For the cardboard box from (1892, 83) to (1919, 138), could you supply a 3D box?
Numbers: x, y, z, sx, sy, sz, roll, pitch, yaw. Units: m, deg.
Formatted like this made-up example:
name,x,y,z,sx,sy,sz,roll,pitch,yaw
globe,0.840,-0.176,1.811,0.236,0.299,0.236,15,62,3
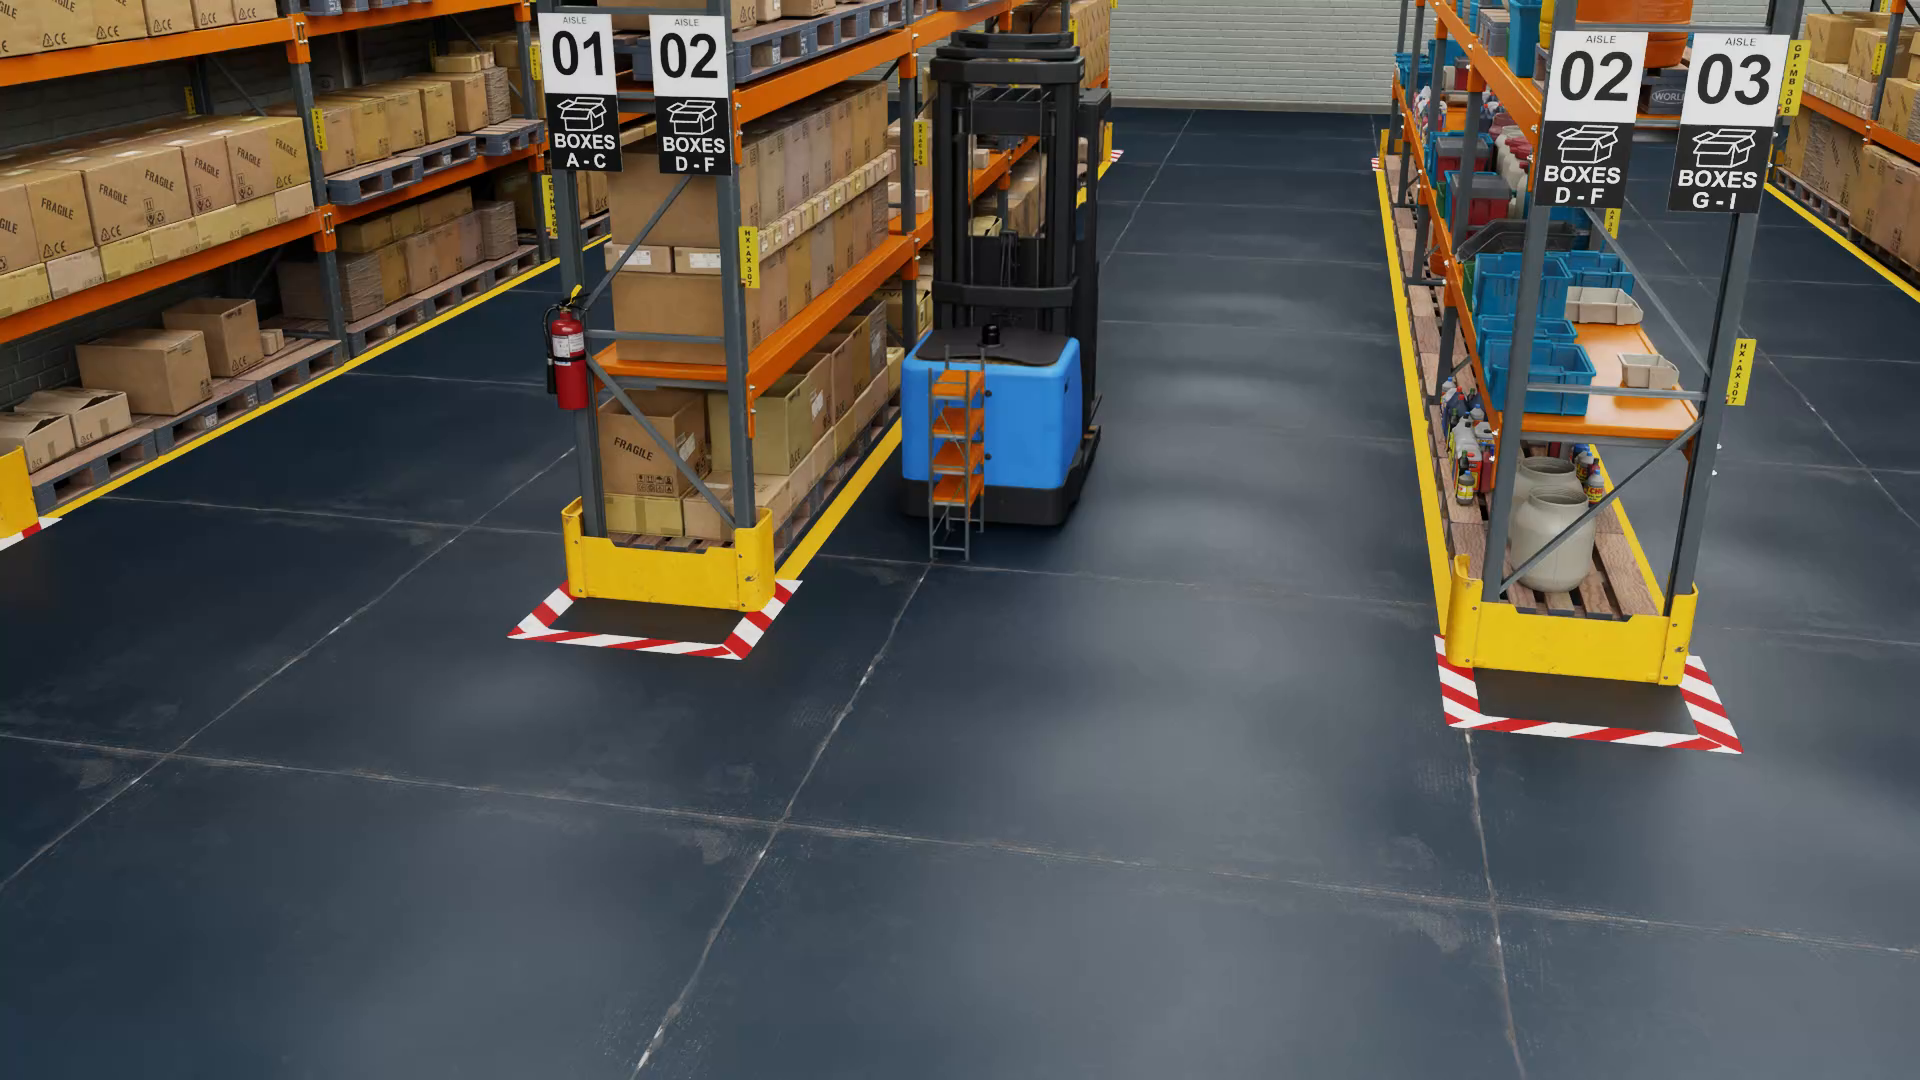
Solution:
name,x,y,z,sx,sy,sz,roll,pitch,yaw
cardboard box,10.051,-4.443,17.237,0.500,0.500,0.500,4,22,11

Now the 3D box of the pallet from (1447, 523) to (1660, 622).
name,x,y,z,sx,sy,sz,roll,pitch,yaw
pallet,3.334,0.246,9.459,1.003,0.211,1.213,4,22,11

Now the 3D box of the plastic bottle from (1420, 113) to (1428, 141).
name,x,y,z,sx,sy,sz,roll,pitch,yaw
plastic bottle,4.724,-4.189,16.896,0.061,0.283,0.133,4,22,11

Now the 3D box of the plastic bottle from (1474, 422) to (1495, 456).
name,x,y,z,sx,sy,sz,roll,pitch,yaw
plastic bottle,3.464,-0.632,10.965,0.152,0.276,0.135,4,22,11

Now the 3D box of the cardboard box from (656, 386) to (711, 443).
name,x,y,z,sx,sy,sz,roll,pitch,yaw
cardboard box,-1.647,-0.951,10.814,0.500,0.500,0.500,4,22,11

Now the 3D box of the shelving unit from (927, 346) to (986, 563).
name,x,y,z,sx,sy,sz,roll,pitch,yaw
shelving unit,-0.017,-0.519,10.035,0.258,1.200,0.503,4,22,10

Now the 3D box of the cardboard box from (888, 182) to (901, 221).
name,x,y,z,sx,sy,sz,roll,pitch,yaw
cardboard box,-0.781,-2.675,13.180,0.500,0.250,0.500,6,23,14

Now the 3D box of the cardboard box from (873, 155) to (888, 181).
name,x,y,z,sx,sy,sz,roll,pitch,yaw
cardboard box,-0.737,-2.702,12.045,0.380,0.149,0.250,4,22,10

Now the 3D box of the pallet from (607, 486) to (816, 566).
name,x,y,z,sx,sy,sz,roll,pitch,yaw
pallet,-1.540,-0.087,10.288,1.003,0.211,1.213,4,22,11

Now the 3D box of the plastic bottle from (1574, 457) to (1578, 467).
name,x,y,z,sx,sy,sz,roll,pitch,yaw
plastic bottle,3.979,-0.463,10.644,0.097,0.201,0.097,0,22,0

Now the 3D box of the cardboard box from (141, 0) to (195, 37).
name,x,y,z,sx,sy,sz,roll,pitch,yaw
cardboard box,-5.741,-3.791,11.576,0.500,0.500,0.500,4,22,9

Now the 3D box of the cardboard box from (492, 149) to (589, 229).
name,x,y,z,sx,sy,sz,roll,pitch,yaw
cardboard box,-4.594,-3.857,18.230,0.750,0.750,0.750,4,22,10

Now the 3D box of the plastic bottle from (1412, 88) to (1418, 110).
name,x,y,z,sx,sy,sz,roll,pitch,yaw
plastic bottle,5.150,-4.952,18.790,0.061,0.283,0.133,4,22,11

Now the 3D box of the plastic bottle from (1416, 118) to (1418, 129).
name,x,y,z,sx,sy,sz,roll,pitch,yaw
plastic bottle,4.936,-4.496,17.769,0.097,0.201,0.097,0,22,0

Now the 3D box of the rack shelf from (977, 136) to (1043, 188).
name,x,y,z,sx,sy,sz,roll,pitch,yaw
rack shelf,0.386,-4.421,18.280,1.077,0.370,4.000,4,22,11

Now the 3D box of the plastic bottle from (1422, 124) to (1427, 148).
name,x,y,z,sx,sy,sz,roll,pitch,yaw
plastic bottle,4.659,-4.033,16.525,0.097,0.271,0.097,0,22,0

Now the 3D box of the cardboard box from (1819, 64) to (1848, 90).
name,x,y,z,sx,sy,sz,roll,pitch,yaw
cardboard box,10.638,-5.541,19.899,0.500,0.250,0.500,4,22,10

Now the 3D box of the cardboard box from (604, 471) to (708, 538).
name,x,y,z,sx,sy,sz,roll,pitch,yaw
cardboard box,-1.834,-0.236,10.043,0.500,0.250,0.500,4,22,11

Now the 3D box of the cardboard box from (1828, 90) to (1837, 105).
name,x,y,z,sx,sy,sz,roll,pitch,yaw
cardboard box,10.494,-5.220,19.636,0.380,0.149,0.250,4,22,10

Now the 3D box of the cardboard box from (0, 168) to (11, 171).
name,x,y,z,sx,sy,sz,roll,pitch,yaw
cardboard box,-6.504,-2.134,10.807,0.500,0.500,0.500,5,22,12

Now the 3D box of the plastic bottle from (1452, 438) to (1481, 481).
name,x,y,z,sx,sy,sz,roll,pitch,yaw
plastic bottle,3.246,-0.506,10.651,0.152,0.276,0.135,4,22,9

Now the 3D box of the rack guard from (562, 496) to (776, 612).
name,x,y,z,sx,sy,sz,roll,pitch,yaw
rack guard,-1.660,0.070,9.510,1.175,0.500,0.348,4,22,11

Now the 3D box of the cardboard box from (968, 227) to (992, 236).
name,x,y,z,sx,sy,sz,roll,pitch,yaw
cardboard box,0.012,-2.802,15.664,0.500,0.311,0.500,4,22,10

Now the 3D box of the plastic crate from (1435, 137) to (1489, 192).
name,x,y,z,sx,sy,sz,roll,pitch,yaw
plastic crate,4.197,-3.107,13.967,0.402,0.464,0.583,4,22,11

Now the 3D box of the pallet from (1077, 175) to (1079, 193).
name,x,y,z,sx,sy,sz,roll,pitch,yaw
pallet,0.935,-4.444,21.106,1.003,0.211,1.213,4,22,11

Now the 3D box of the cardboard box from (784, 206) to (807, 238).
name,x,y,z,sx,sy,sz,roll,pitch,yaw
cardboard box,-1.155,-1.950,10.178,0.380,0.149,0.250,4,22,9

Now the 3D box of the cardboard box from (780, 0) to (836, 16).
name,x,y,z,sx,sy,sz,roll,pitch,yaw
cardboard box,-1.048,-3.382,9.837,0.500,0.500,0.500,4,22,11

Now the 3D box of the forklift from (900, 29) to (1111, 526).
name,x,y,z,sx,sy,sz,roll,pitch,yaw
forklift,0.408,-1.968,11.317,1.130,2.935,3.031,4,22,10

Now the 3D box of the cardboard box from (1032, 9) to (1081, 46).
name,x,y,z,sx,sy,sz,roll,pitch,yaw
cardboard box,1.166,-6.148,20.131,0.500,0.500,0.500,5,22,12

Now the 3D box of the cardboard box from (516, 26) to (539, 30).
name,x,y,z,sx,sy,sz,roll,pitch,yaw
cardboard box,-4.713,-5.690,18.904,0.500,0.250,0.500,4,22,10

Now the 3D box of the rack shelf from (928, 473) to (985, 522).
name,x,y,z,sx,sy,sz,roll,pitch,yaw
rack shelf,-0.017,-0.272,10.134,0.258,0.148,0.480,4,22,10

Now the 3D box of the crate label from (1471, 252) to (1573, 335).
name,x,y,z,sx,sy,sz,roll,pitch,yaw
crate label,3.305,-1.429,9.840,0.502,0.435,0.616,4,22,11

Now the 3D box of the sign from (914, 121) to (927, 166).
name,x,y,z,sx,sy,sz,roll,pitch,yaw
sign,-0.295,-2.957,12.417,0.100,0.325,0.005,4,22,11

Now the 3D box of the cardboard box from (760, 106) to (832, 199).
name,x,y,z,sx,sy,sz,roll,pitch,yaw
cardboard box,-1.230,-2.496,10.664,0.700,0.500,0.500,4,22,11

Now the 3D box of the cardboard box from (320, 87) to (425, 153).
name,x,y,z,sx,sy,sz,roll,pitch,yaw
cardboard box,-5.327,-3.818,15.096,0.700,0.500,0.500,8,23,18

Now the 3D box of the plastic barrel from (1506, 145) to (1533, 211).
name,x,y,z,sx,sy,sz,roll,pitch,yaw
plastic barrel,4.570,-2.846,13.224,0.433,0.535,0.433,0,22,0

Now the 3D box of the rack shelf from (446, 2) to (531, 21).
name,x,y,z,sx,sy,sz,roll,pitch,yaw
rack shelf,-4.464,-6.189,18.654,1.077,0.370,4.000,4,22,11

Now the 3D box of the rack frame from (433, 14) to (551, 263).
name,x,y,z,sx,sy,sz,roll,pitch,yaw
rack frame,-4.872,-4.400,17.263,1.000,3.000,0.127,4,22,11

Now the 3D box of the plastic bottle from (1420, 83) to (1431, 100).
name,x,y,z,sx,sy,sz,roll,pitch,yaw
plastic bottle,5.245,-4.966,18.735,0.144,0.351,0.185,4,22,11

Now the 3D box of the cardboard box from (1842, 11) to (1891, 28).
name,x,y,z,sx,sy,sz,roll,pitch,yaw
cardboard box,11.465,-6.411,21.056,0.500,0.500,0.500,5,22,12

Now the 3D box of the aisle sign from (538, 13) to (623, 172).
name,x,y,z,sx,sy,sz,roll,pitch,yaw
aisle sign,-1.956,-2.302,8.575,0.394,0.787,0.004,4,22,11

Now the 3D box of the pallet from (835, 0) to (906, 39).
name,x,y,z,sx,sy,sz,roll,pitch,yaw
pallet,-0.987,-3.597,11.374,1.003,0.211,1.213,4,22,11

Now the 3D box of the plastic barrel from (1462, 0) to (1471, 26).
name,x,y,z,sx,sy,sz,roll,pitch,yaw
plastic barrel,4.035,-4.248,12.199,0.600,0.901,0.600,0,22,0

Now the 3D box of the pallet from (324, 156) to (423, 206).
name,x,y,z,sx,sy,sz,roll,pitch,yaw
pallet,-5.390,-3.117,14.333,1.003,0.211,1.213,4,22,11

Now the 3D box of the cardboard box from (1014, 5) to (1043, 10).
name,x,y,z,sx,sy,sz,roll,pitch,yaw
cardboard box,0.746,-6.389,20.730,0.500,0.500,0.500,4,22,10

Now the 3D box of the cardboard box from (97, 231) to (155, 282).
name,x,y,z,sx,sy,sz,roll,pitch,yaw
cardboard box,-5.893,-1.945,11.342,0.500,0.250,0.500,4,22,10

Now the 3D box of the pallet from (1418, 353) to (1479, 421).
name,x,y,z,sx,sy,sz,roll,pitch,yaw
pallet,4.132,-1.179,12.997,1.003,0.211,1.213,4,22,11

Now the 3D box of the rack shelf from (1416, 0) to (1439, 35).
name,x,y,z,sx,sy,sz,roll,pitch,yaw
rack shelf,5.234,-5.434,16.778,1.077,0.370,4.000,4,22,11

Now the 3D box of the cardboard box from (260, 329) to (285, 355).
name,x,y,z,sx,sy,sz,roll,pitch,yaw
cardboard box,-5.768,-1.629,13.587,0.380,0.166,0.250,2,22,4

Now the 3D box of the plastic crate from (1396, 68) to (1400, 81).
name,x,y,z,sx,sy,sz,roll,pitch,yaw
plastic crate,5.801,-6.052,21.637,0.250,0.136,0.298,4,22,11

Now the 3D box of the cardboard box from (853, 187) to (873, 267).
name,x,y,z,sx,sy,sz,roll,pitch,yaw
cardboard box,-1.024,-2.251,11.794,0.700,0.500,0.500,4,22,10

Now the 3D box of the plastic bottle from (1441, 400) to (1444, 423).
name,x,y,z,sx,sy,sz,roll,pitch,yaw
plastic bottle,3.474,-0.930,11.805,0.097,0.201,0.097,0,22,0

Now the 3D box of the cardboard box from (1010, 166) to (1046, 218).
name,x,y,z,sx,sy,sz,roll,pitch,yaw
cardboard box,0.762,-3.965,18.941,0.500,0.500,0.500,5,22,12

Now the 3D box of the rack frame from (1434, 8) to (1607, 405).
name,x,y,z,sx,sy,sz,roll,pitch,yaw
rack frame,4.010,-2.182,11.756,1.000,3.000,0.127,4,22,11

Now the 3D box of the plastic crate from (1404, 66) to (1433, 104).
name,x,y,z,sx,sy,sz,roll,pitch,yaw
plastic crate,5.404,-5.325,19.501,0.392,0.384,0.575,4,22,11

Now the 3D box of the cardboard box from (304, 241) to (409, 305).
name,x,y,z,sx,sy,sz,roll,pitch,yaw
cardboard box,-5.498,-2.445,15.166,0.700,0.500,0.500,4,22,10

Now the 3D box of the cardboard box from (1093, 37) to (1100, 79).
name,x,y,z,sx,sy,sz,roll,pitch,yaw
cardboard box,1.576,-6.439,22.193,0.500,0.500,0.500,5,22,11

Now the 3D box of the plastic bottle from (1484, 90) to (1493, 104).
name,x,y,z,sx,sy,sz,roll,pitch,yaw
plastic bottle,5.775,-4.724,18.133,0.144,0.351,0.185,4,22,11

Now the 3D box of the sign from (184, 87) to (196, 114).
name,x,y,z,sx,sy,sz,roll,pitch,yaw
sign,-6.233,-3.515,13.517,0.100,0.325,0.005,4,22,11
